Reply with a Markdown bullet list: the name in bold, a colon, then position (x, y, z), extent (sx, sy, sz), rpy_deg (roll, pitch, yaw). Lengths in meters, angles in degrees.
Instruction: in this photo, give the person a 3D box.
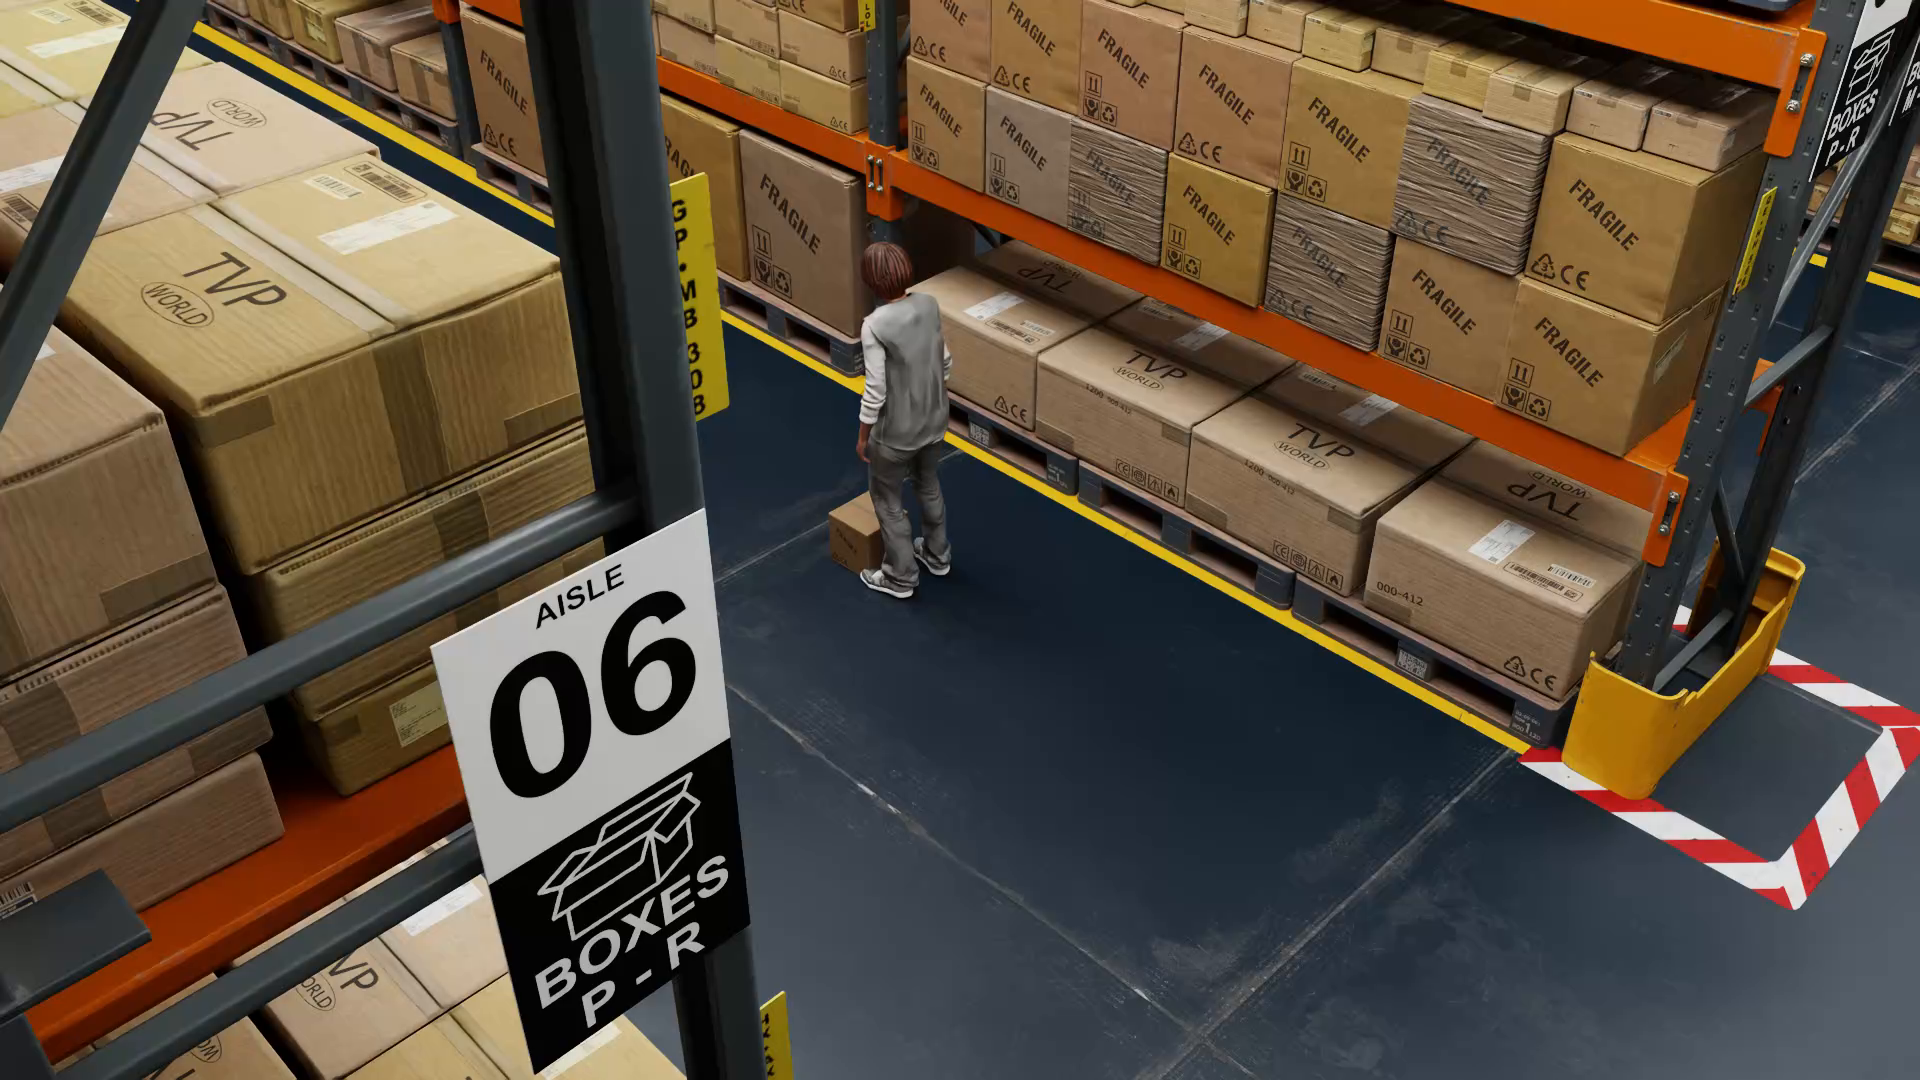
- **person**: position (-0.230, -0.461, 6.807), extent (0.466, 1.575, 0.349), rpy_deg (-30, 45, -35)
